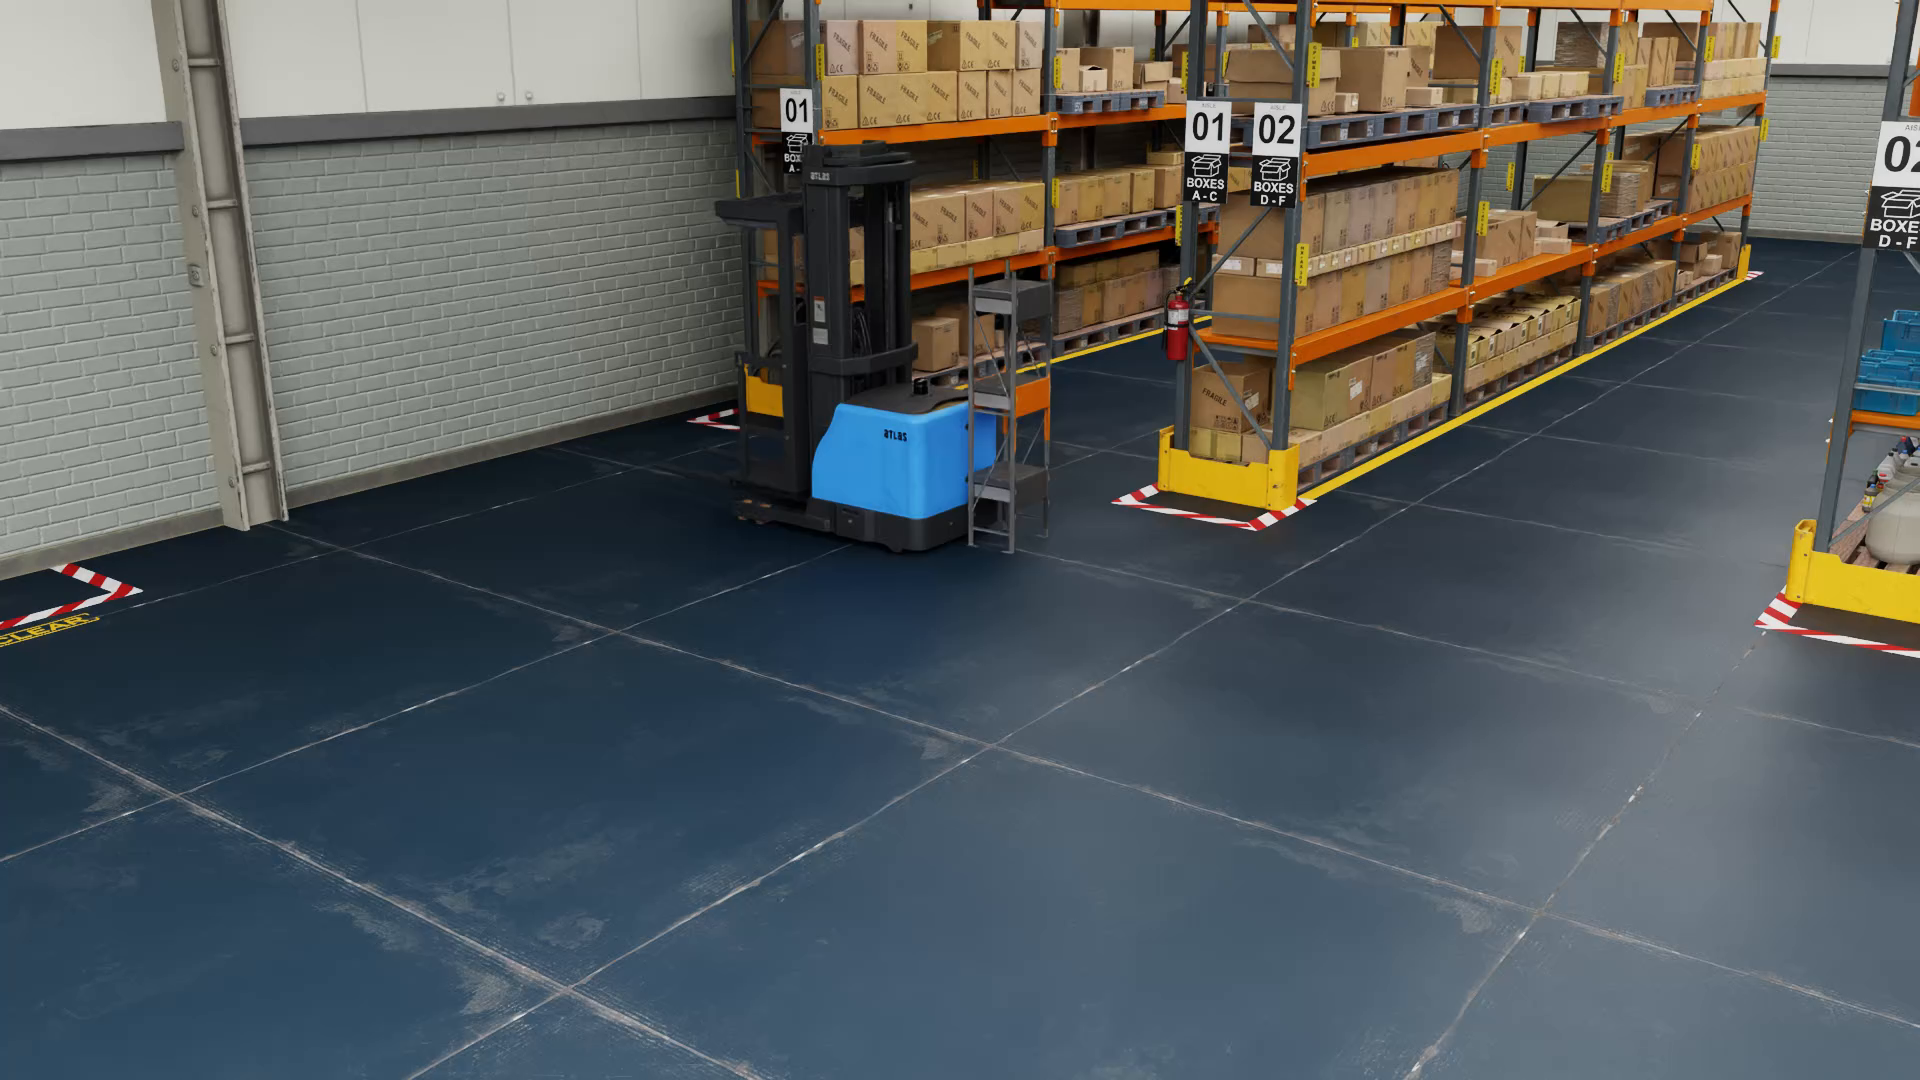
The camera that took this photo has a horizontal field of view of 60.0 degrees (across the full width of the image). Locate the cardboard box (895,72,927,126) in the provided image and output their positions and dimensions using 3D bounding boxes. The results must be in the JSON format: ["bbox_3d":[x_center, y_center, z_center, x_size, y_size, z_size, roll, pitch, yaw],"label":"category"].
[{"bbox_3d":[-0.684,-4.457,16.778,0.500,0.500,0.500,14,22,37],"label":"cardboard box"}]

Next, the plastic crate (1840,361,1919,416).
[{"bbox_3d":[6.276,-1.036,11.273,0.499,0.251,0.616,12,21,35],"label":"plastic crate"}]

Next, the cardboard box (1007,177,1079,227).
[{"bbox_3d":[0.975,-4.011,19.693,0.700,0.500,0.500,12,21,35],"label":"cardboard box"}]

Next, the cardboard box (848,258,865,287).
[{"bbox_3d":[-1.193,-2.684,16.547,0.500,0.250,0.500,12,21,33],"label":"cardboard box"}]

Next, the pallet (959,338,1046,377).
[{"bbox_3d":[0.273,-2.140,19.281,1.003,0.211,1.213,12,21,35],"label":"pallet"}]

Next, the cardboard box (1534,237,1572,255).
[{"bbox_3d":[6.695,-3.334,18.844,0.380,0.149,0.250,12,21,35],"label":"cardboard box"}]

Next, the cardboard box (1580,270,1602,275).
[{"bbox_3d":[7.994,-3.247,21.613,0.500,0.500,0.500,11,21,33],"label":"cardboard box"}]

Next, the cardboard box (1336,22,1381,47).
[{"bbox_3d":[6.061,-7.631,25.314,0.500,0.500,0.500,12,21,34],"label":"cardboard box"}]

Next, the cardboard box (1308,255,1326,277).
[{"bbox_3d":[2.804,-2.288,13.790,0.380,0.149,0.250,12,21,33],"label":"cardboard box"}]

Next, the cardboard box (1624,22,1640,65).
[{"bbox_3d":[7.881,-6.020,20.160,0.500,0.500,0.500,12,21,35],"label":"cardboard box"}]

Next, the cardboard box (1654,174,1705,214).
[{"bbox_3d":[9.914,-4.790,22.943,0.500,0.500,0.500,13,22,36],"label":"cardboard box"}]

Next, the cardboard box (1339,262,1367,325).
[{"bbox_3d":[3.140,-2.211,14.637,0.700,0.500,0.500,13,21,35],"label":"cardboard box"}]

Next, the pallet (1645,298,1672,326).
[{"bbox_3d":[8.938,-3.137,22.490,1.003,0.211,1.213,12,21,35],"label":"pallet"}]

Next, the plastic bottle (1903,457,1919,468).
[{"bbox_3d":[7.555,-0.512,13.185,0.152,0.276,0.135,12,21,35],"label":"plastic bottle"}]

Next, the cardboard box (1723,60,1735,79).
[{"bbox_3d":[10.485,-6.577,23.218,0.500,0.250,0.500,12,21,35],"label":"cardboard box"}]

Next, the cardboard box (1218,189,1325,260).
[{"bbox_3d":[2.562,-2.600,13.703,0.700,0.500,0.500,13,21,35],"label":"cardboard box"}]

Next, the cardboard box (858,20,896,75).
[{"bbox_3d":[-0.975,-4.812,16.237,0.500,0.500,0.500,12,21,34],"label":"cardboard box"}]

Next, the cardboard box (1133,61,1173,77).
[{"bbox_3d":[2.414,-5.950,21.586,0.500,0.500,0.500,12,21,35],"label":"cardboard box"}]

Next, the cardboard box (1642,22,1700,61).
[{"bbox_3d":[9.651,-6.750,22.509,0.700,0.500,0.500,12,21,35],"label":"cardboard box"}]

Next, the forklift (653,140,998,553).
[{"bbox_3d":[-1.188,-1.632,13.058,3.031,2.935,1.130,13,21,35],"label":"forklift"}]

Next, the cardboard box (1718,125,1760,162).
[{"bbox_3d":[11.731,-5.993,25.129,0.500,0.500,0.500,12,21,34],"label":"cardboard box"}]

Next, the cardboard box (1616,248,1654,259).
[{"bbox_3d":[9.504,-3.872,23.626,0.500,0.500,0.500,12,21,35],"label":"cardboard box"}]

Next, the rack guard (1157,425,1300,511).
[{"bbox_3d":[2.228,-0.612,13.871,1.175,0.500,0.348,12,21,35],"label":"rack guard"}]

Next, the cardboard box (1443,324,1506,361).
[{"bbox_3d":[5.374,-2.092,17.405,0.500,0.311,0.500,12,21,34],"label":"cardboard box"}]

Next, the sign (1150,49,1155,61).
[{"bbox_3d":[2.587,-6.408,22.259,0.100,0.325,0.005,12,21,35],"label":"sign"}]

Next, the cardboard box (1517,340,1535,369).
[{"bbox_3d":[5.981,-2.070,18.280,0.500,0.250,0.500,13,21,36],"label":"cardboard box"}]

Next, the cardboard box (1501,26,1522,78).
[{"bbox_3d":[5.345,-4.963,16.891,0.500,0.500,0.500,15,23,40],"label":"cardboard box"}]

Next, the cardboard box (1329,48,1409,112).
[{"bbox_3d":[3.451,-3.906,14.094,0.500,0.500,0.500,12,21,35],"label":"cardboard box"}]

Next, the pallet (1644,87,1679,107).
[{"bbox_3d":[8.332,-5.622,21.048,1.213,0.211,1.003,12,21,35],"label":"pallet"}]

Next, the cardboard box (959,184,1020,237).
[{"bbox_3d":[0.319,-3.647,18.386,0.500,0.500,0.500,12,21,34],"label":"cardboard box"}]

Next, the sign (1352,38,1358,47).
[{"bbox_3d":[5.853,-7.280,24.669,0.100,0.325,0.005,12,21,35],"label":"sign"}]

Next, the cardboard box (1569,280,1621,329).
[{"bbox_3d":[7.817,-2.917,20.551,0.500,0.500,0.500,12,21,33],"label":"cardboard box"}]

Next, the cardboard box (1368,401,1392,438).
[{"bbox_3d":[3.635,-1.144,15.298,0.500,0.250,0.500,12,21,35],"label":"cardboard box"}]

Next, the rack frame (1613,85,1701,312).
[{"bbox_3d":[9.392,-4.669,22.722,1.000,3.000,0.127,12,21,35],"label":"rack frame"}]

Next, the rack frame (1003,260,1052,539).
[{"bbox_3d":[0.506,-1.048,12.578,0.400,2.100,0.015,11,21,32],"label":"rack frame"}]

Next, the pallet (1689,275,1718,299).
[{"bbox_3d":[10.528,-3.793,24.602,1.003,0.211,1.213,12,21,35],"label":"pallet"}]

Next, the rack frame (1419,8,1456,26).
[{"bbox_3d":[7.795,-9.362,27.716,1.000,3.000,0.127,12,21,35],"label":"rack frame"}]

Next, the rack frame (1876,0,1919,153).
[{"bbox_3d":[6.218,-3.800,9.807,1.000,3.000,0.127,12,21,35],"label":"rack frame"}]

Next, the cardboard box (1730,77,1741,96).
[{"bbox_3d":[10.776,-6.459,23.681,0.500,0.250,0.500,12,21,35],"label":"cardboard box"}]

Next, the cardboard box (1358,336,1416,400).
[{"bbox_3d":[3.922,-1.624,15.578,0.500,0.500,0.500,12,21,35],"label":"cardboard box"}]

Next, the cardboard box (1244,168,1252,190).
[{"bbox_3d":[3.843,-4.984,23.032,0.500,0.500,0.500,13,22,36],"label":"cardboard box"}]

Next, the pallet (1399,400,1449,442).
[{"bbox_3d":[4.118,-1.250,16.414,1.003,0.211,1.213,12,21,35],"label":"pallet"}]

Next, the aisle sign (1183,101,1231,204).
[{"bbox_3d":[1.967,-3.089,13.250,0.394,0.787,0.004,12,21,35],"label":"aisle sign"}]

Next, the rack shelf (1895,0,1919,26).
[{"bbox_3d":[7.409,-3.742,11.507,1.077,0.370,4.000,12,21,35],"label":"rack shelf"}]

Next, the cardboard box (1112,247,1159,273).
[{"bbox_3d":[2.251,-3.660,21.681,0.500,0.250,0.500,13,21,36],"label":"cardboard box"}]

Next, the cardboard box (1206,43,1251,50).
[{"bbox_3d":[3.544,-6.543,22.786,0.700,0.500,0.500,11,20,32],"label":"cardboard box"}]

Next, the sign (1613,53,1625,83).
[{"bbox_3d":[7.450,-5.334,18.799,0.100,0.325,0.005,12,21,35],"label":"sign"}]

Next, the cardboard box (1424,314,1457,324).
[{"bbox_3d":[5.241,-2.310,18.106,0.500,0.311,0.500,12,21,35],"label":"cardboard box"}]

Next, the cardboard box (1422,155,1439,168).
[{"bbox_3d":[7.499,-6.517,28.165,0.980,0.700,0.700,14,22,37],"label":"cardboard box"}]

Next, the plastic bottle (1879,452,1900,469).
[{"bbox_3d":[7.310,-0.523,13.096,0.144,0.351,0.185,13,22,37],"label":"plastic bottle"}]

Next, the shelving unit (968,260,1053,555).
[{"bbox_3d":[0.370,-0.988,12.385,0.431,2.100,0.503,11,21,32],"label":"shelving unit"}]

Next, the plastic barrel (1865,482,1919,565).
[{"bbox_3d":[6.549,-0.118,11.552,0.421,0.512,0.421,0,17,0],"label":"plastic barrel"}]

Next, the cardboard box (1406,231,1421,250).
[{"bbox_3d":[4.028,-2.777,15.365,0.380,0.149,0.250,12,21,34],"label":"cardboard box"}]

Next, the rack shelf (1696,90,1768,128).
[{"bbox_3d":[10.584,-6.235,23.918,1.077,0.370,4.000,12,21,35],"label":"rack shelf"}]
